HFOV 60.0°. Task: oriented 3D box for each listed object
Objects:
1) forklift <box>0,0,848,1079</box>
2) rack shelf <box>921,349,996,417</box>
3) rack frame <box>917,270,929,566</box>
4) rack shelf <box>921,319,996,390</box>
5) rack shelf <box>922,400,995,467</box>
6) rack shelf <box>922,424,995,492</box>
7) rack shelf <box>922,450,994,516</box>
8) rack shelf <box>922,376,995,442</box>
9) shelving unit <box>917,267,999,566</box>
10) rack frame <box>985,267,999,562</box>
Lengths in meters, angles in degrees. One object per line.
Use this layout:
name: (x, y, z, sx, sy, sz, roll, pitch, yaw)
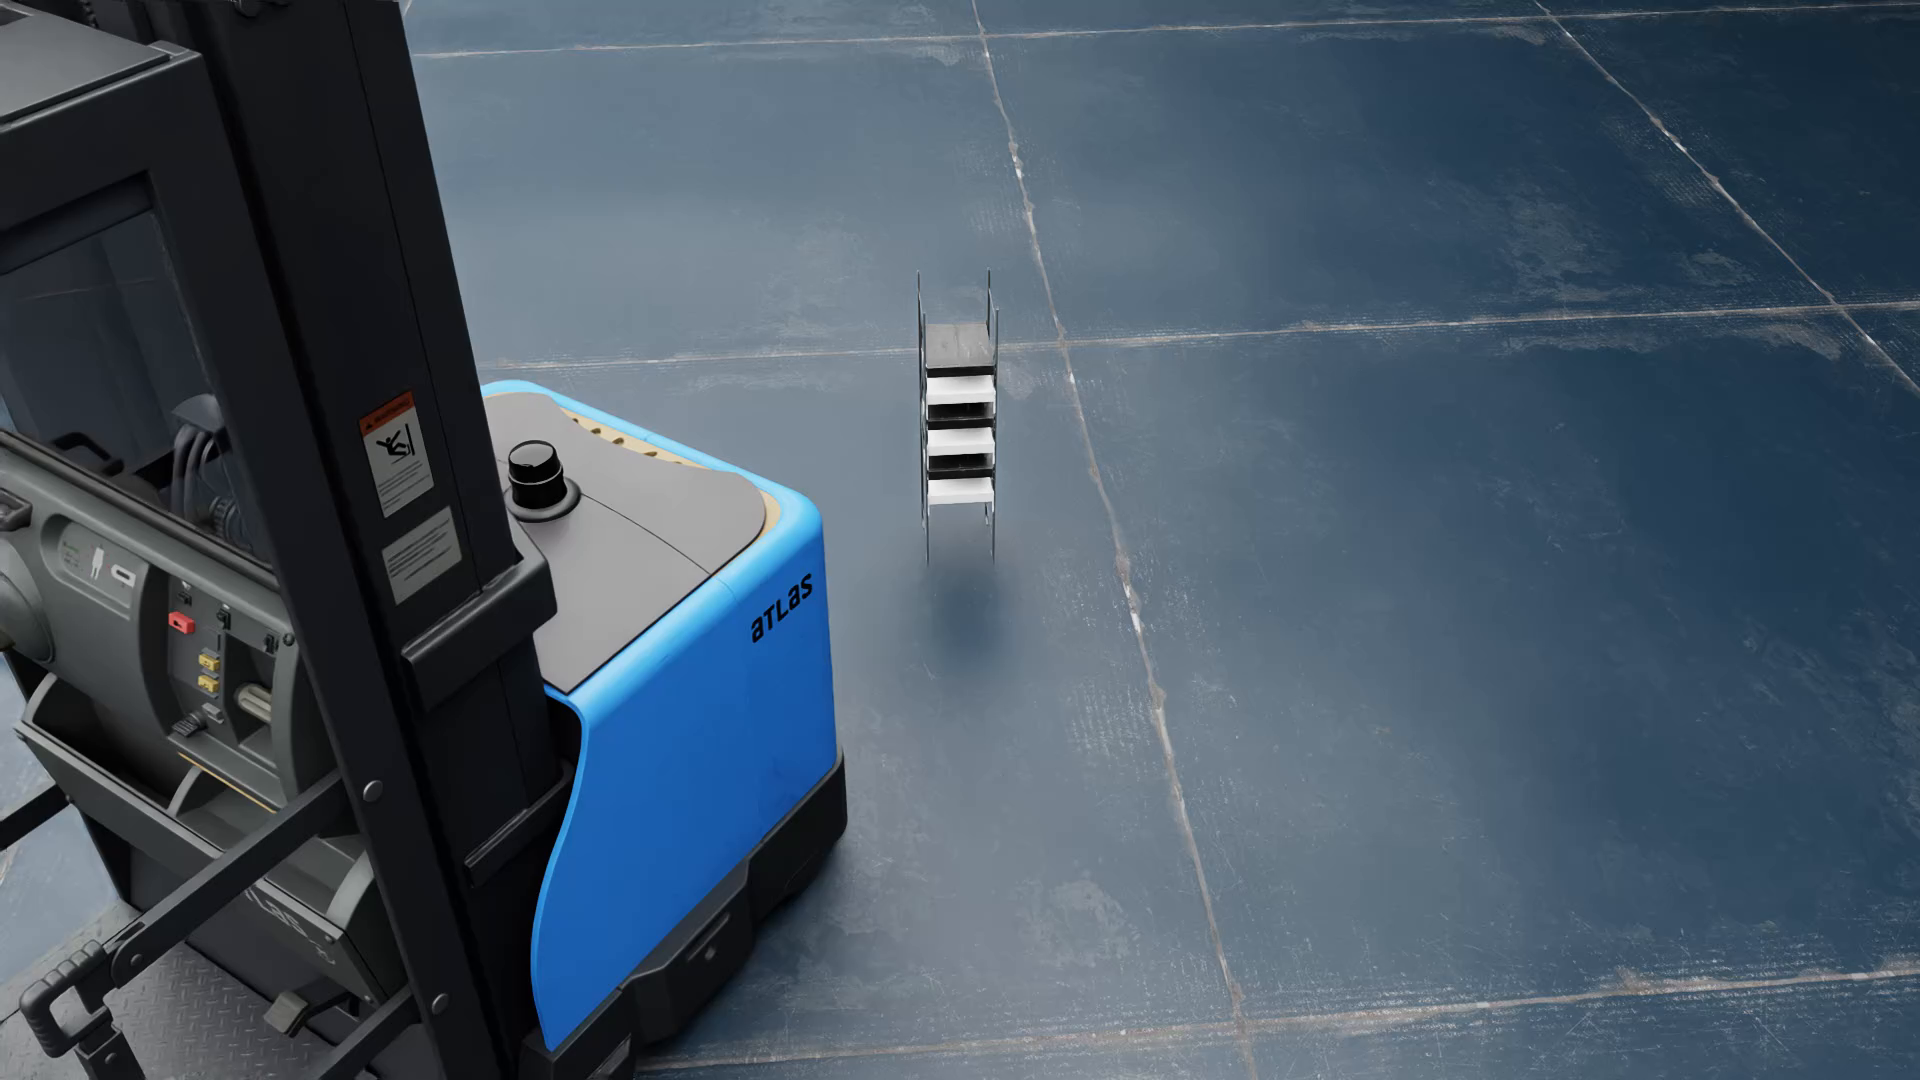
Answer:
forklift: (-1.513, 0.207, 2.621, 1.130, 2.935, 3.031, 22, 43, 25)
rack shelf: (-0.008, -0.468, 4.880, 0.200, 0.077, 0.258, -3, 38, -4)
rack frame: (-0.109, -0.347, 4.964, 0.006, 0.900, 0.240, -3, 38, -4)
rack shelf: (-0.008, -0.539, 4.824, 0.200, 0.077, 0.258, -3, 38, -4)
rack shelf: (-0.008, -0.327, 4.991, 0.200, 0.077, 0.258, -3, 38, -4)
rack shelf: (-0.008, -0.256, 5.047, 0.200, 0.077, 0.258, -3, 38, -4)
rack shelf: (-0.008, -0.185, 5.103, 0.200, 0.077, 0.258, -3, 38, -4)
rack shelf: (-0.008, -0.397, 4.936, 0.200, 0.077, 0.258, -3, 38, -4)
shelving unit: (-0.008, -0.353, 4.971, 0.210, 0.900, 0.258, -3, 38, -4)
rack frame: (0.093, -0.358, 4.978, 0.006, 0.900, 0.240, -3, 38, -4)
